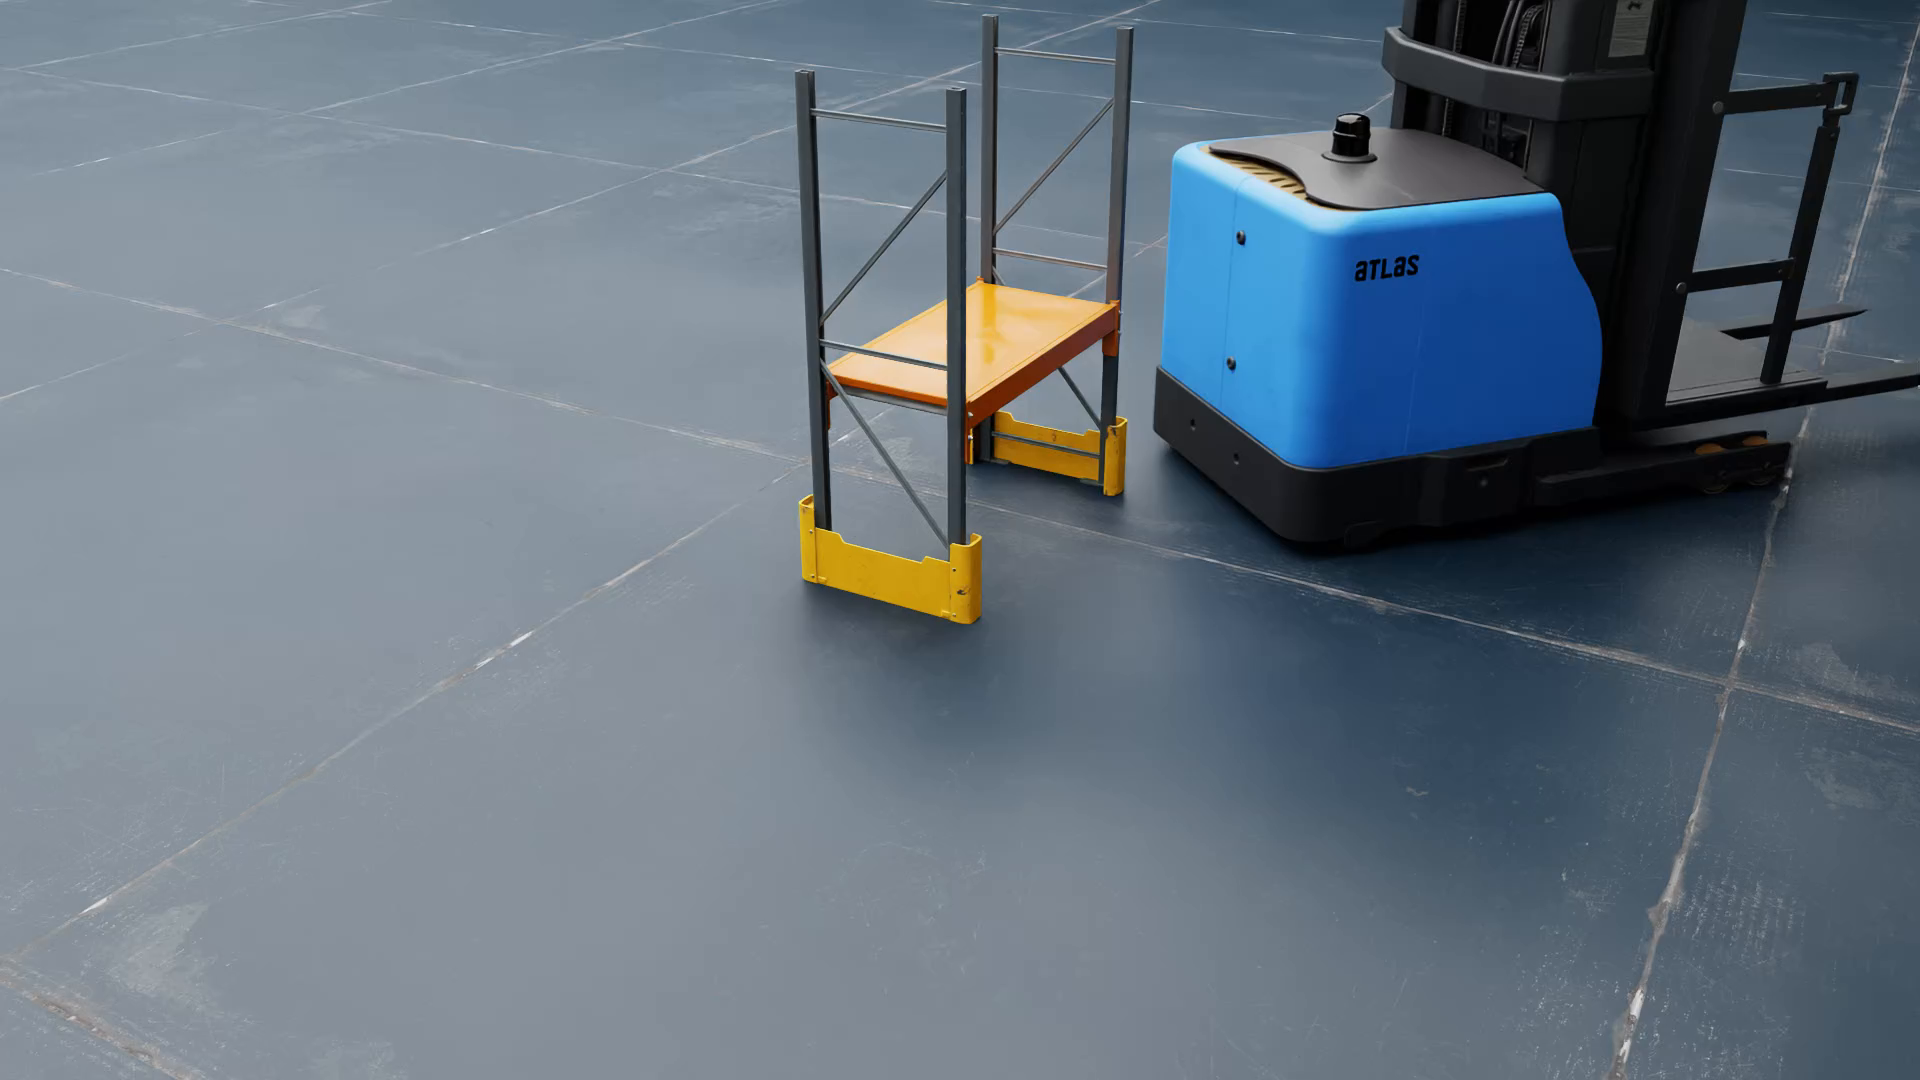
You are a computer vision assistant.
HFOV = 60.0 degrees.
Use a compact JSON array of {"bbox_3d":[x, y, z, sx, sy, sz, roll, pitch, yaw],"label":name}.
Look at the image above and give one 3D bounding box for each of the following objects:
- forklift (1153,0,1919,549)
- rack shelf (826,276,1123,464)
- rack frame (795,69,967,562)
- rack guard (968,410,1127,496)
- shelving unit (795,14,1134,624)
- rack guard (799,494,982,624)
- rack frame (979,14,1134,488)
[{"bbox_3d":[2.254,-1.676,5.323,3.031,2.935,1.130,-9,28,-18],"label":"forklift"},{"bbox_3d":[0.042,-0.543,5.061,0.538,0.185,1.000,14,30,26],"label":"rack shelf"},{"bbox_3d":[-0.208,-0.506,4.585,0.500,1.500,0.032,14,30,26],"label":"rack frame"},{"bbox_3d":[0.282,-0.336,5.641,0.587,0.250,0.087,14,30,26],"label":"rack guard"},{"bbox_3d":[0.037,-0.700,4.974,0.587,1.500,1.083,14,30,26],"label":"shelving unit"},{"bbox_3d":[-0.208,0.053,4.866,0.587,0.250,0.087,14,30,26],"label":"rack guard"},{"bbox_3d":[0.292,-0.902,5.376,0.500,1.500,0.032,14,30,26],"label":"rack frame"}]
